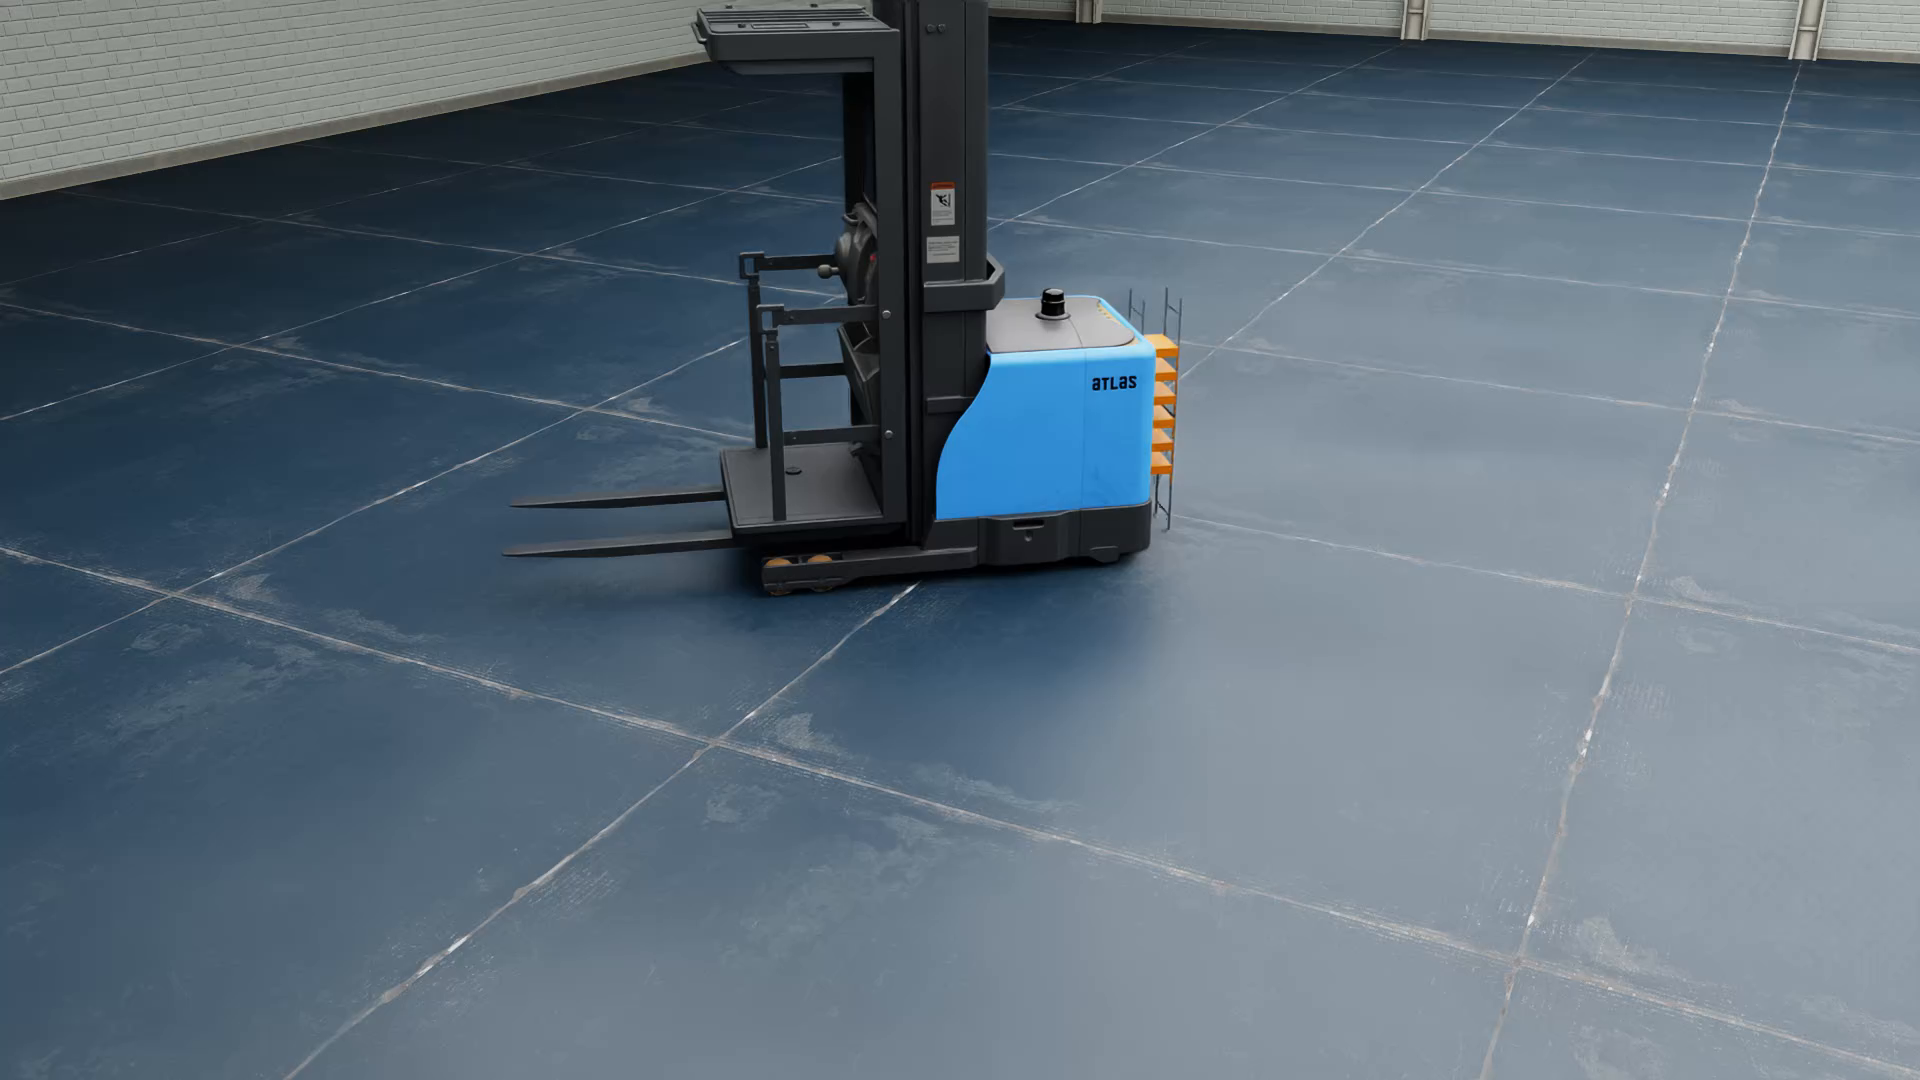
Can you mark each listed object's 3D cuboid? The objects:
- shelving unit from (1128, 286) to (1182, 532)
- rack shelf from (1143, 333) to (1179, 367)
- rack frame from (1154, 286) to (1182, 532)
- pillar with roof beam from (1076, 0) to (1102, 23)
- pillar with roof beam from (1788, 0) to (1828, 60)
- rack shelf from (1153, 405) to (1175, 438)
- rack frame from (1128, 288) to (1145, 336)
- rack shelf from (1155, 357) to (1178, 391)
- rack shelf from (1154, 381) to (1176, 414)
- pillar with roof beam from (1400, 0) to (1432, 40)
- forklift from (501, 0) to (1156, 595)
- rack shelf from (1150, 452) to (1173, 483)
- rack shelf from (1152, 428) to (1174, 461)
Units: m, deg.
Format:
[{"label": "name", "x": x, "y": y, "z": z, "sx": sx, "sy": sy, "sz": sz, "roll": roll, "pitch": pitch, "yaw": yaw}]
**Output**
[{"label": "shelving unit", "x": 0.937, "y": -0.630, "z": 8.198, "sx": 0.189, "sy": 1.200, "sz": 0.258, "roll": -4, "pitch": 23, "yaw": -10}, {"label": "rack shelf", "x": 0.937, "y": -0.920, "z": 8.075, "sx": 0.180, "sy": 0.103, "sz": 0.258, "roll": -4, "pitch": 23, "yaw": -10}, {"label": "rack frame", "x": 1.026, "y": -0.637, "z": 8.214, "sx": 0.006, "sy": 1.200, "sz": 0.240, "roll": -4, "pitch": 23, "yaw": -10}, {"label": "pillar with roof beam", "x": 0.442, "y": -12.239, "z": 25.530, "sx": 0.400, "sy": 9.000, "sz": 9.100, "roll": 11, "pitch": 25, "yaw": 25}, {"label": "pillar with roof beam", "x": 11.151, "y": -10.120, "z": 20.547, "sx": 0.400, "sy": 9.000, "sz": 9.100, "roll": 11, "pitch": 25, "yaw": 25}, {"label": "rack shelf", "x": 0.937, "y": -0.589, "z": 8.215, "sx": 0.180, "sy": 0.103, "sz": 0.258, "roll": -4, "pitch": 23, "yaw": -10}, {"label": "rack frame", "x": 0.847, "y": -0.623, "z": 8.182, "sx": 0.006, "sy": 1.200, "sz": 0.240, "roll": -4, "pitch": 23, "yaw": -10}, {"label": "rack shelf", "x": 0.937, "y": -0.810, "z": 8.122, "sx": 0.180, "sy": 0.103, "sz": 0.258, "roll": -4, "pitch": 23, "yaw": -10}, {"label": "rack shelf", "x": 0.937, "y": -0.699, "z": 8.169, "sx": 0.180, "sy": 0.103, "sz": 0.258, "roll": -4, "pitch": 23, "yaw": -10}, {"label": "pillar with roof beam", "x": 5.797, "y": -11.179, "z": 23.039, "sx": 0.400, "sy": 9.000, "sz": 9.100, "roll": 11, "pitch": 25, "yaw": 25}, {"label": "forklift", "x": -0.653, "y": -1.319, "z": 7.607, "sx": 3.031, "sy": 2.935, "sz": 1.130, "roll": -4, "pitch": 23, "yaw": -10}, {"label": "rack shelf", "x": 0.937, "y": -0.368, "z": 8.309, "sx": 0.180, "sy": 0.103, "sz": 0.258, "roll": -4, "pitch": 23, "yaw": -10}, {"label": "rack shelf", "x": 0.937, "y": -0.479, "z": 8.262, "sx": 0.180, "sy": 0.103, "sz": 0.258, "roll": -4, "pitch": 23, "yaw": -10}]
